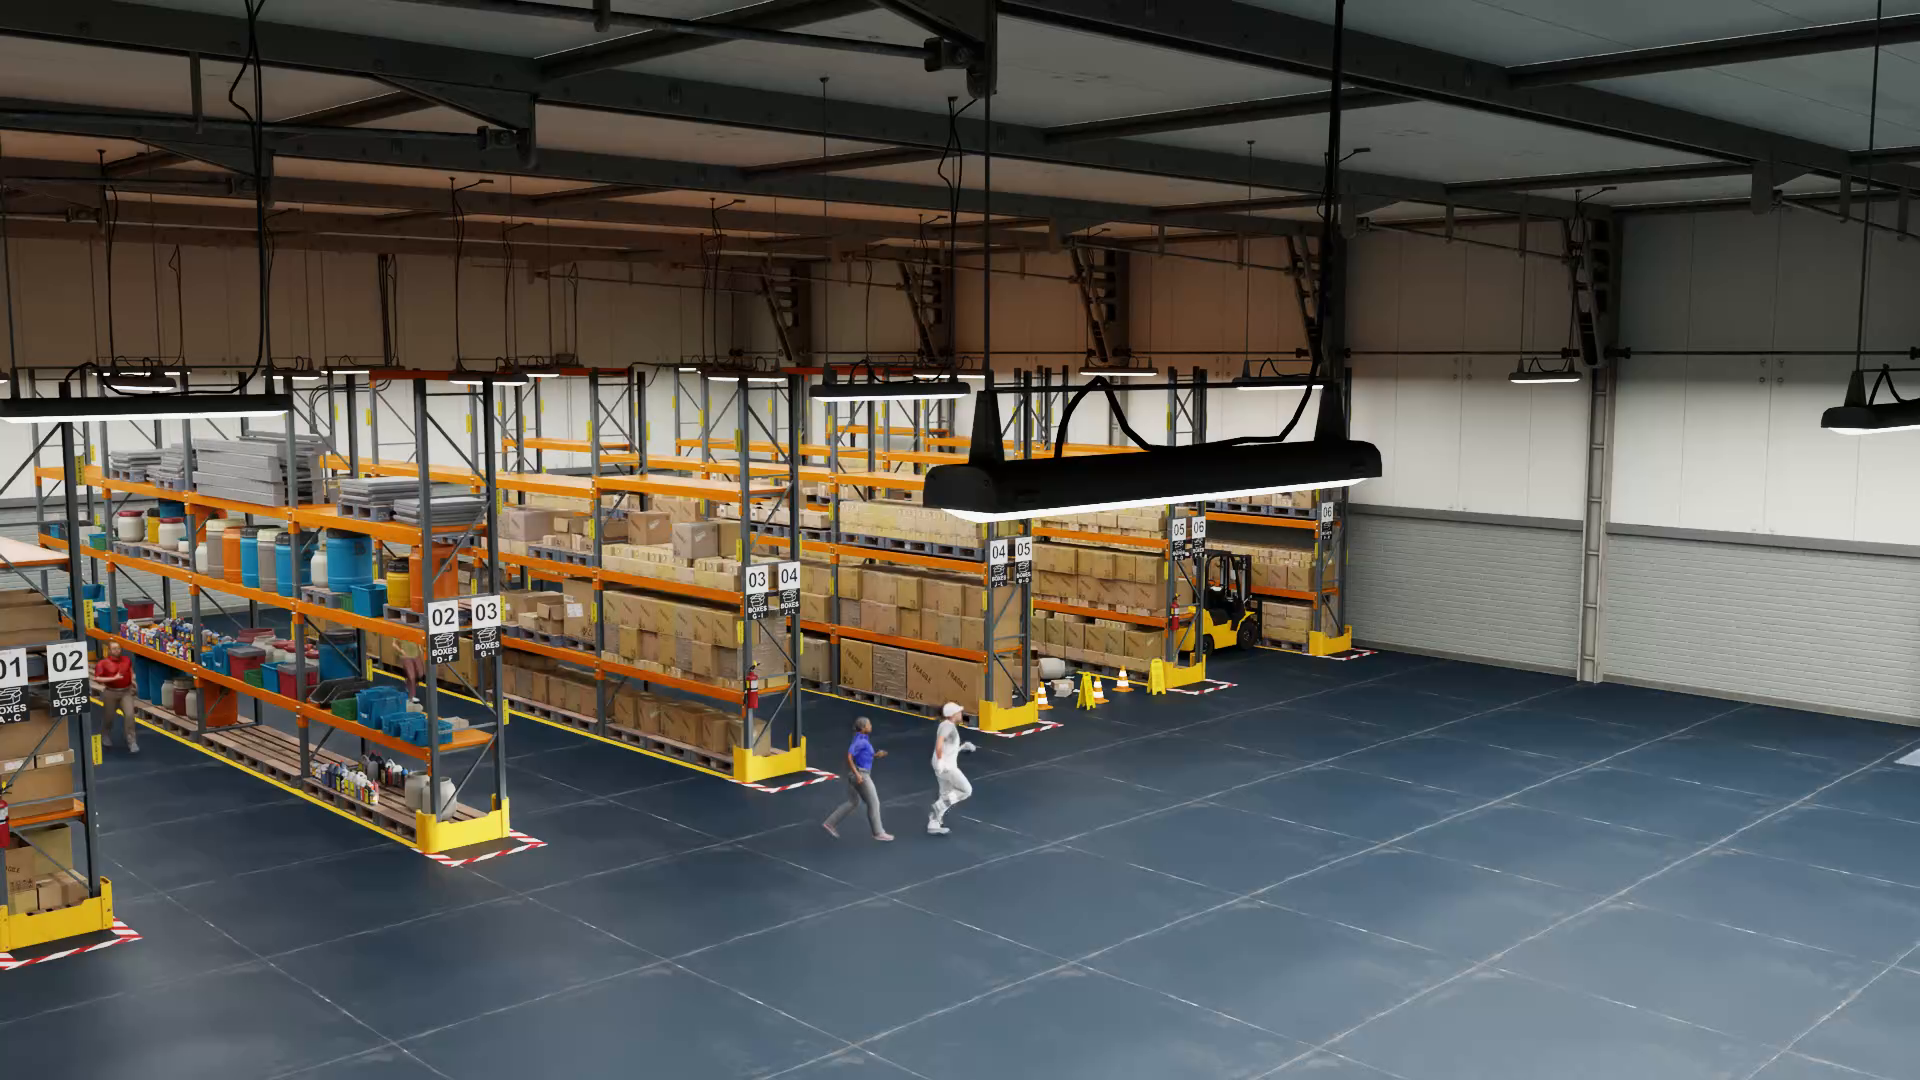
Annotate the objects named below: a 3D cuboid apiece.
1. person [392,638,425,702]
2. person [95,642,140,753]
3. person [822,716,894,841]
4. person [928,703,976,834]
[{"bbox_3d":[-9.994,2.123,30.147,0.565,1.624,0.548,-6,9,-43],"label":"person"},{"bbox_3d":[-13.391,2.512,26.435,0.968,1.658,0.657,6,9,43],"label":"person"},{"bbox_3d":[-1.298,3.076,21.372,0.920,1.646,0.574,-2,7,-15],"label":"person"},{"bbox_3d":[-0.100,3.000,21.880,0.681,1.726,0.709,-1,7,-12],"label":"person"}]
